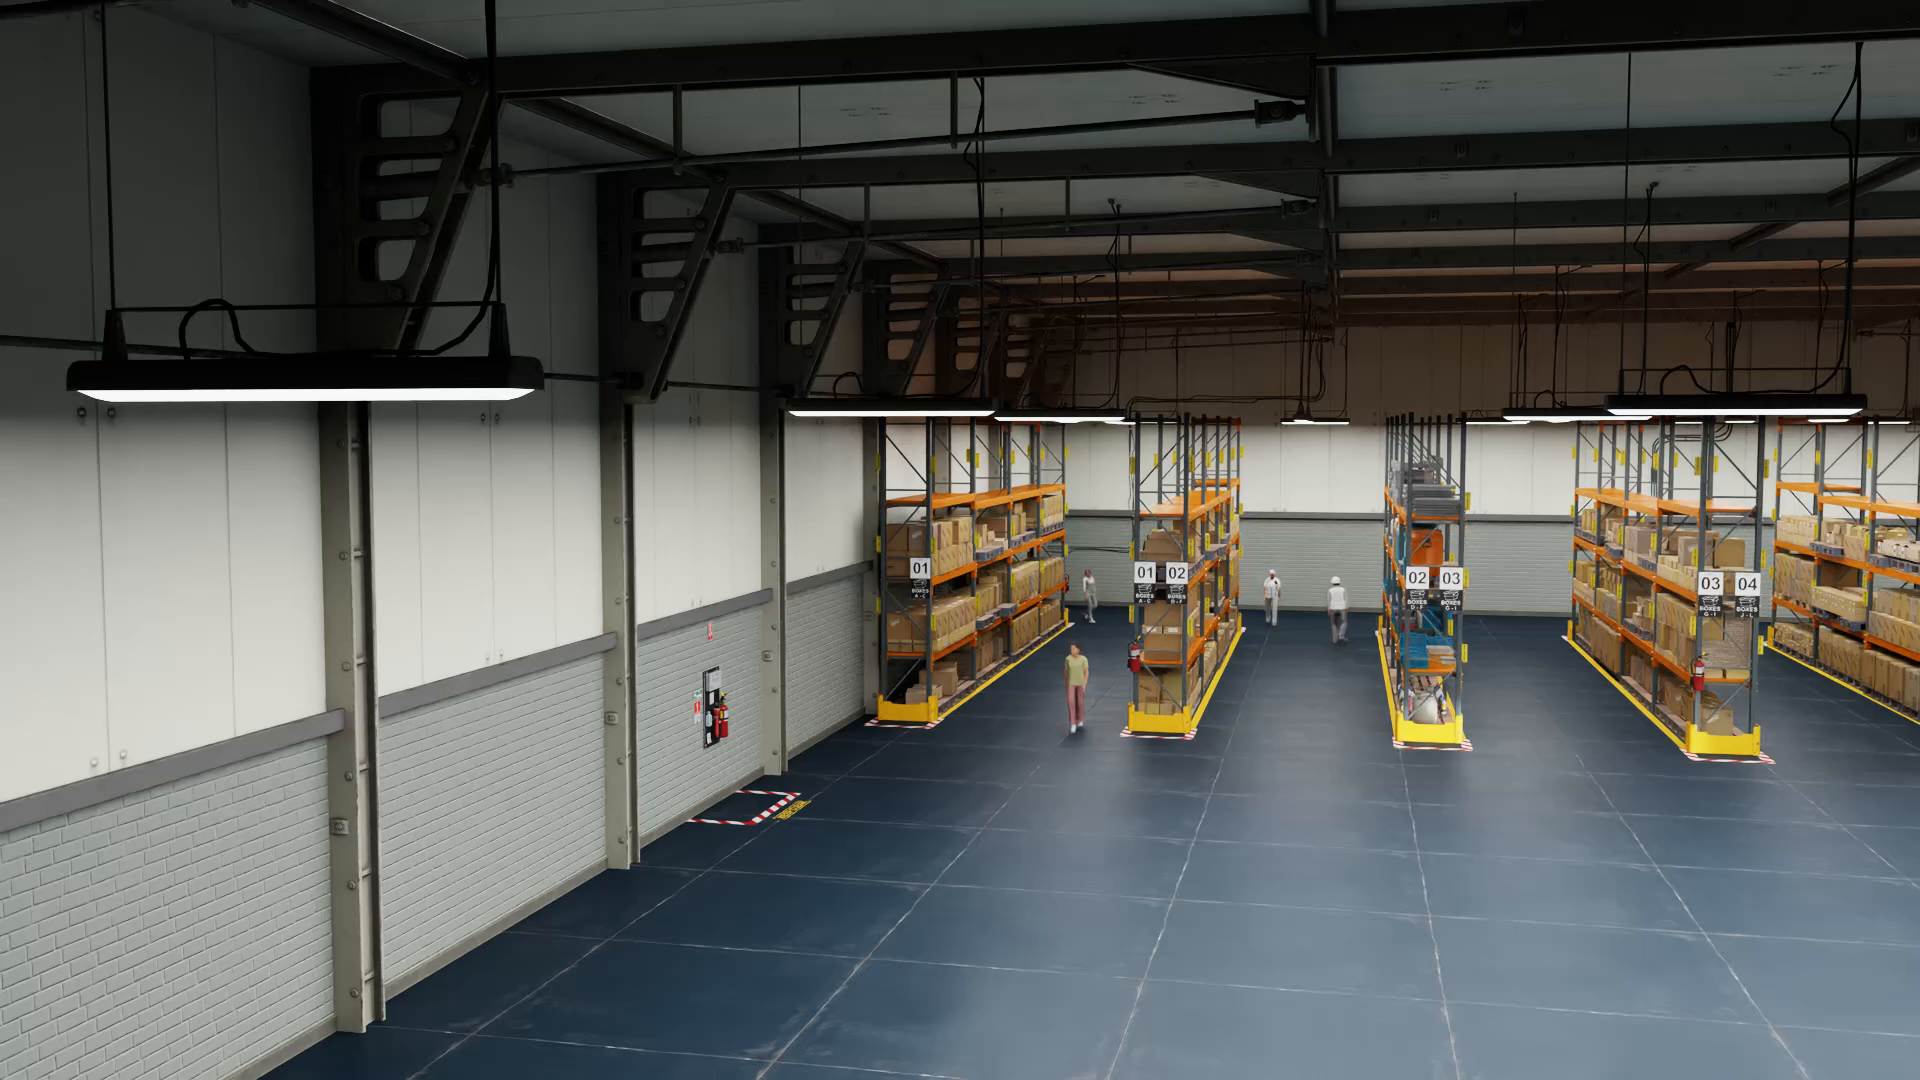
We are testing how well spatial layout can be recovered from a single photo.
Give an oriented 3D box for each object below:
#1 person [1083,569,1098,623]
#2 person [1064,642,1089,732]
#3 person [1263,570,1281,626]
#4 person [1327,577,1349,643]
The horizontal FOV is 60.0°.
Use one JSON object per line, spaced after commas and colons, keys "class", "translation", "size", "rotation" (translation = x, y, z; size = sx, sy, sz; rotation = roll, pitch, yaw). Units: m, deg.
{"class": "person", "translation": [3.775, 1.628, 48.707], "size": [0.422, 1.574, 0.521], "rotation": [-3, 5, -38]}
{"class": "person", "translation": [2.200, 2.763, 31.468], "size": [0.473, 1.630, 0.851], "rotation": [0, 4, 7]}
{"class": "person", "translation": [9.024, 1.649, 48.093], "size": [0.510, 1.602, 1.043], "rotation": [1, 4, 12]}
{"class": "person", "translation": [10.032, 1.857, 44.142], "size": [0.584, 1.771, 0.503], "rotation": [1, 4, 10]}
